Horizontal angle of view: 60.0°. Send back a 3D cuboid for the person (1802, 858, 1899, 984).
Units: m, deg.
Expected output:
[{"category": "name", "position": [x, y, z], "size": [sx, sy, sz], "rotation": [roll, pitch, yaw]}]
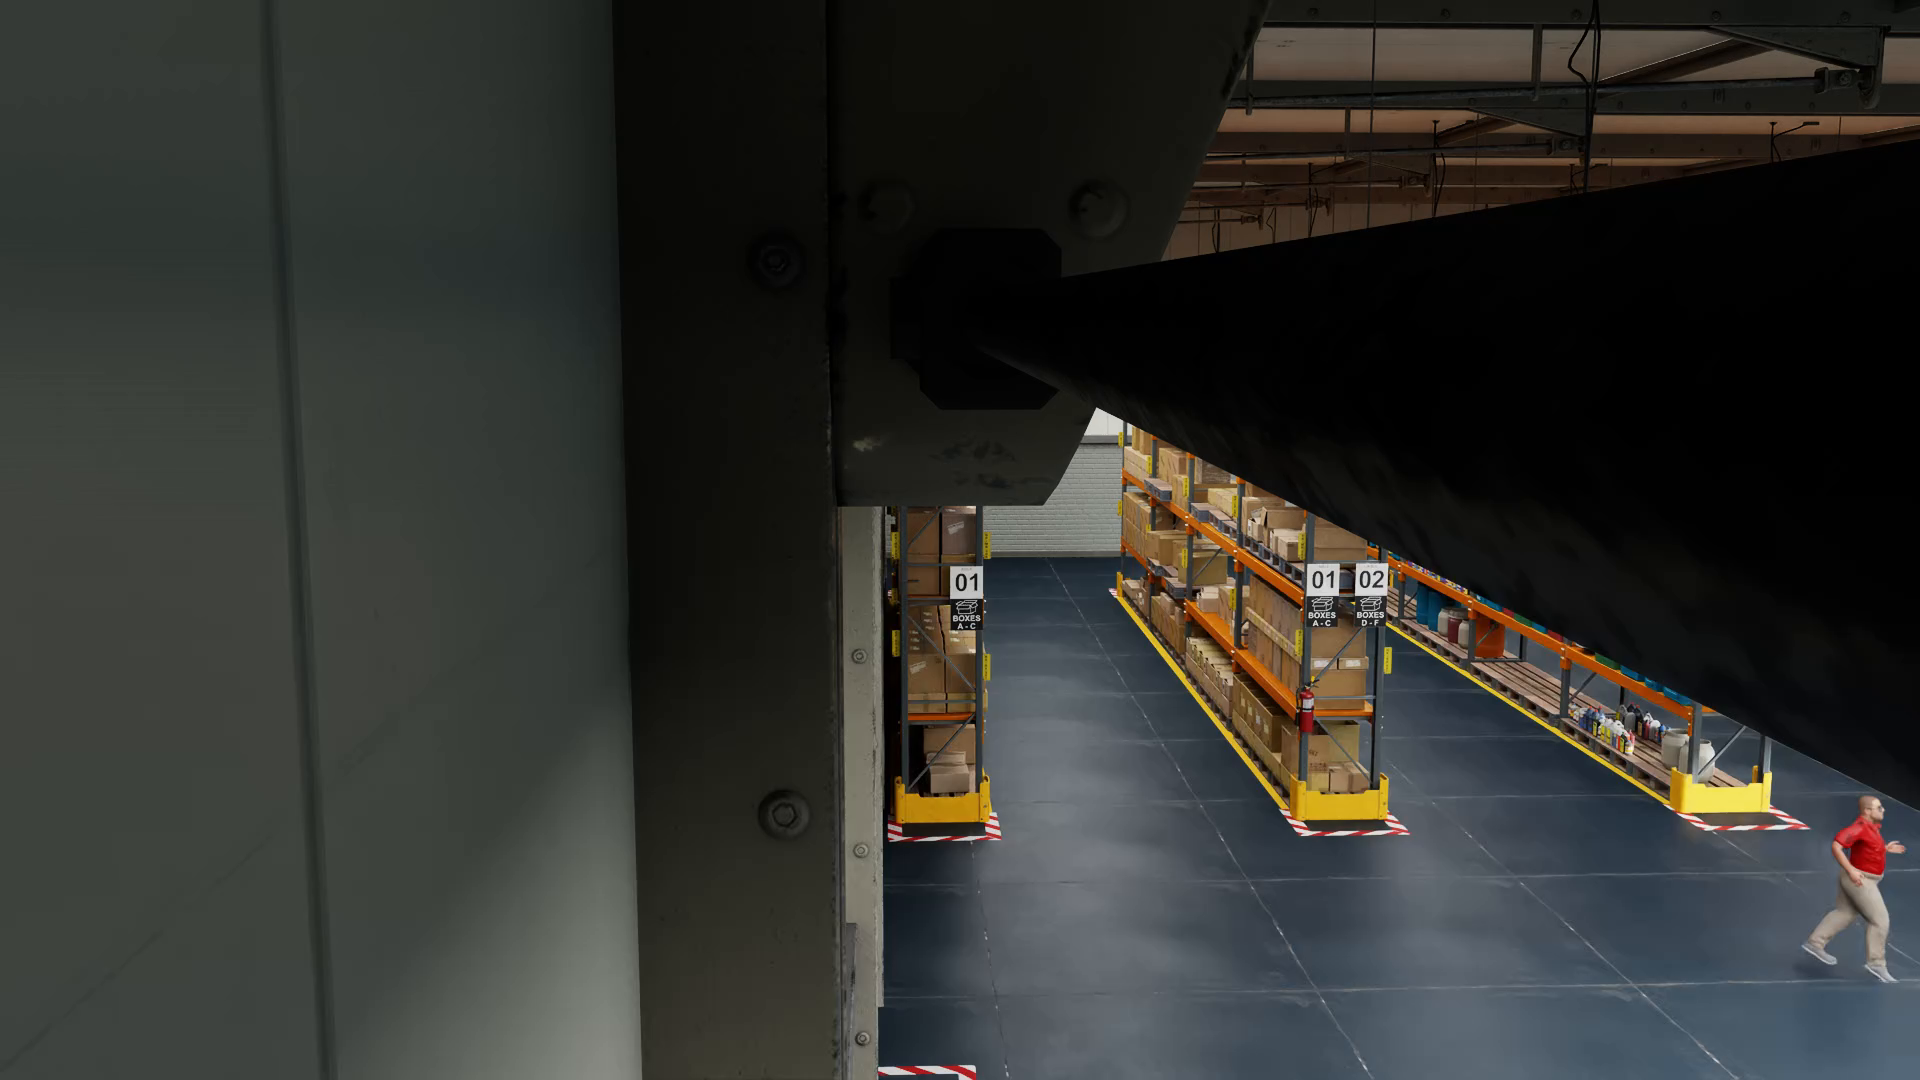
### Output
[{"category": "person", "position": [8.502, 3.612, 15.834], "size": [0.830, 1.140, 0.410], "rotation": [3, 9, 23]}]
